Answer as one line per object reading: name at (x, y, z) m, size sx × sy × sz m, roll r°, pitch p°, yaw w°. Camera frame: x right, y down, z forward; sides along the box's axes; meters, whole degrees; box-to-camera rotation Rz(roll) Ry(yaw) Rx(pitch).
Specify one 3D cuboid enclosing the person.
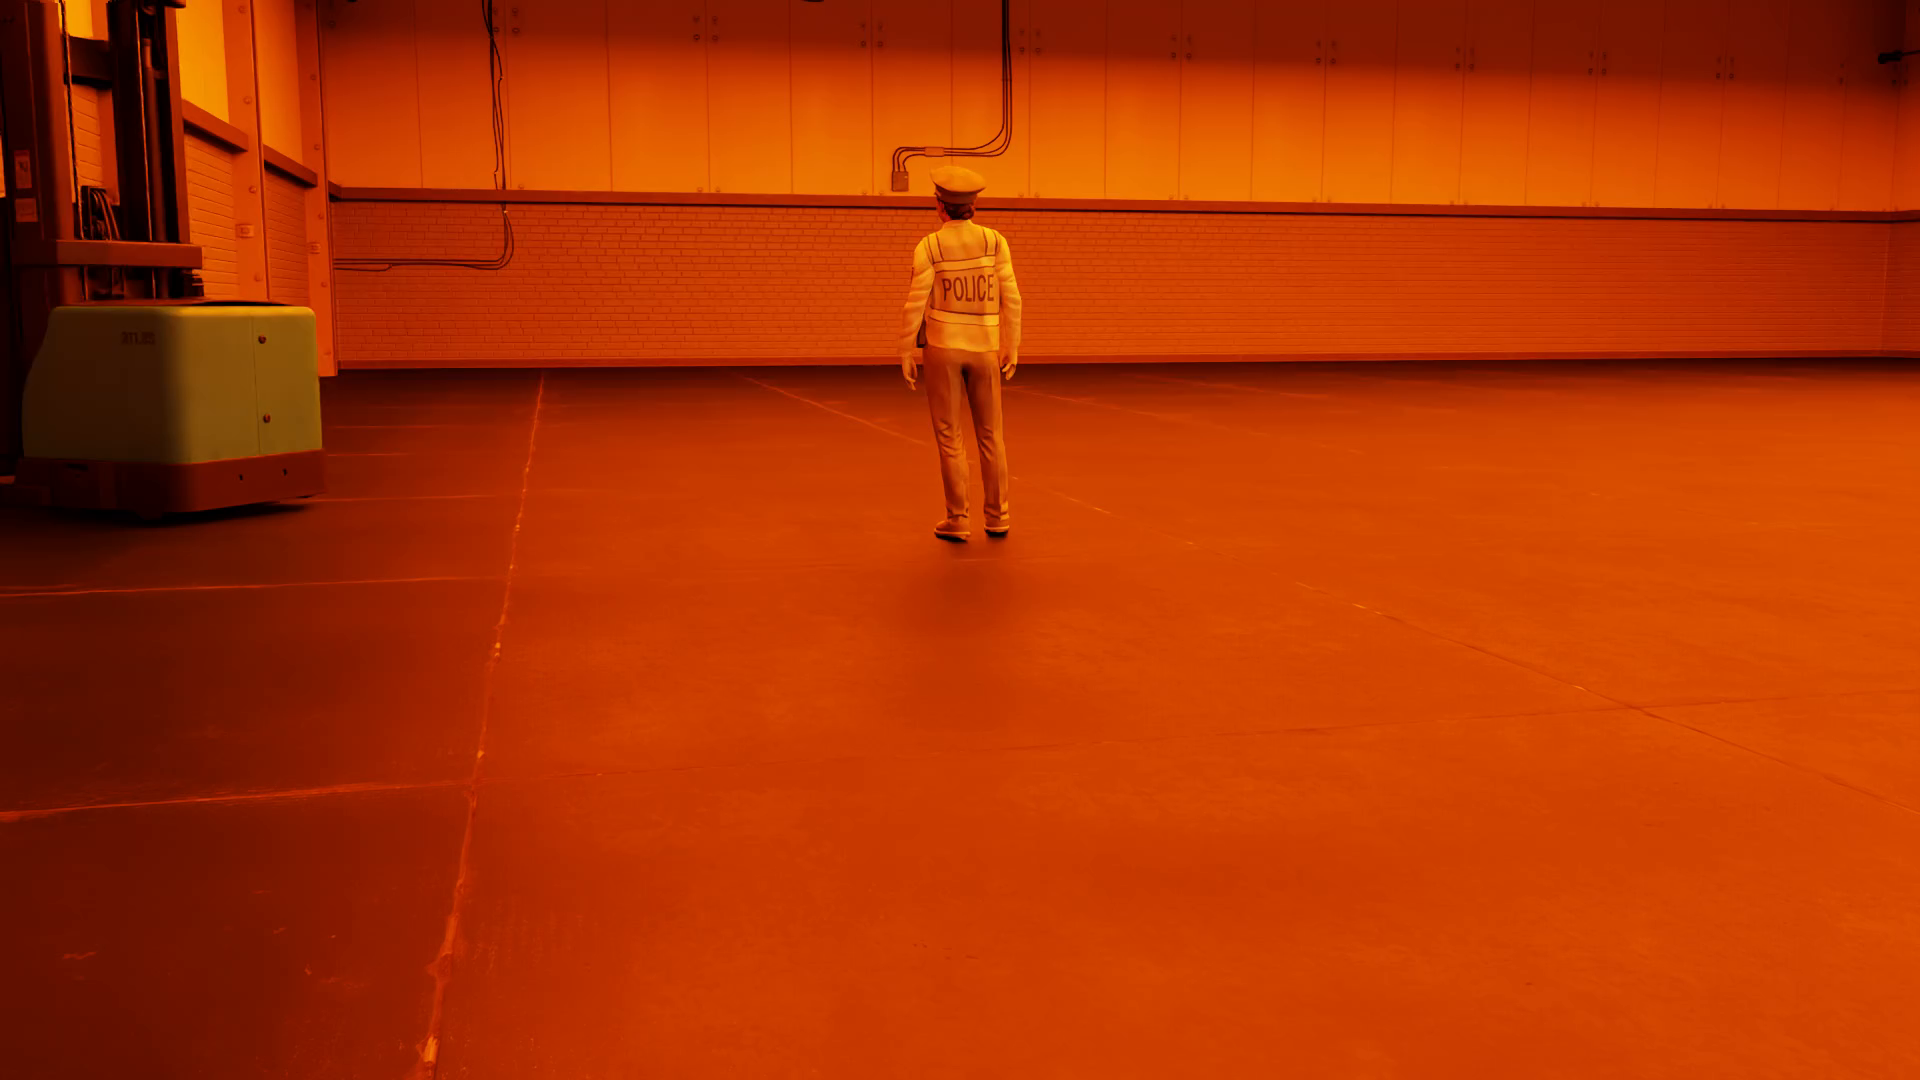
person at (-0.005, -0.856, 7.658) m, size 0.577 × 1.694 × 0.530 m, roll -2°, pitch 8°, yaw -13°

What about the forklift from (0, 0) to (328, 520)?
forklift at (-5.003, -1.653, 8.943) m, size 3.031 × 2.935 × 1.130 m, roll 3°, pitch 9°, yaw 21°
